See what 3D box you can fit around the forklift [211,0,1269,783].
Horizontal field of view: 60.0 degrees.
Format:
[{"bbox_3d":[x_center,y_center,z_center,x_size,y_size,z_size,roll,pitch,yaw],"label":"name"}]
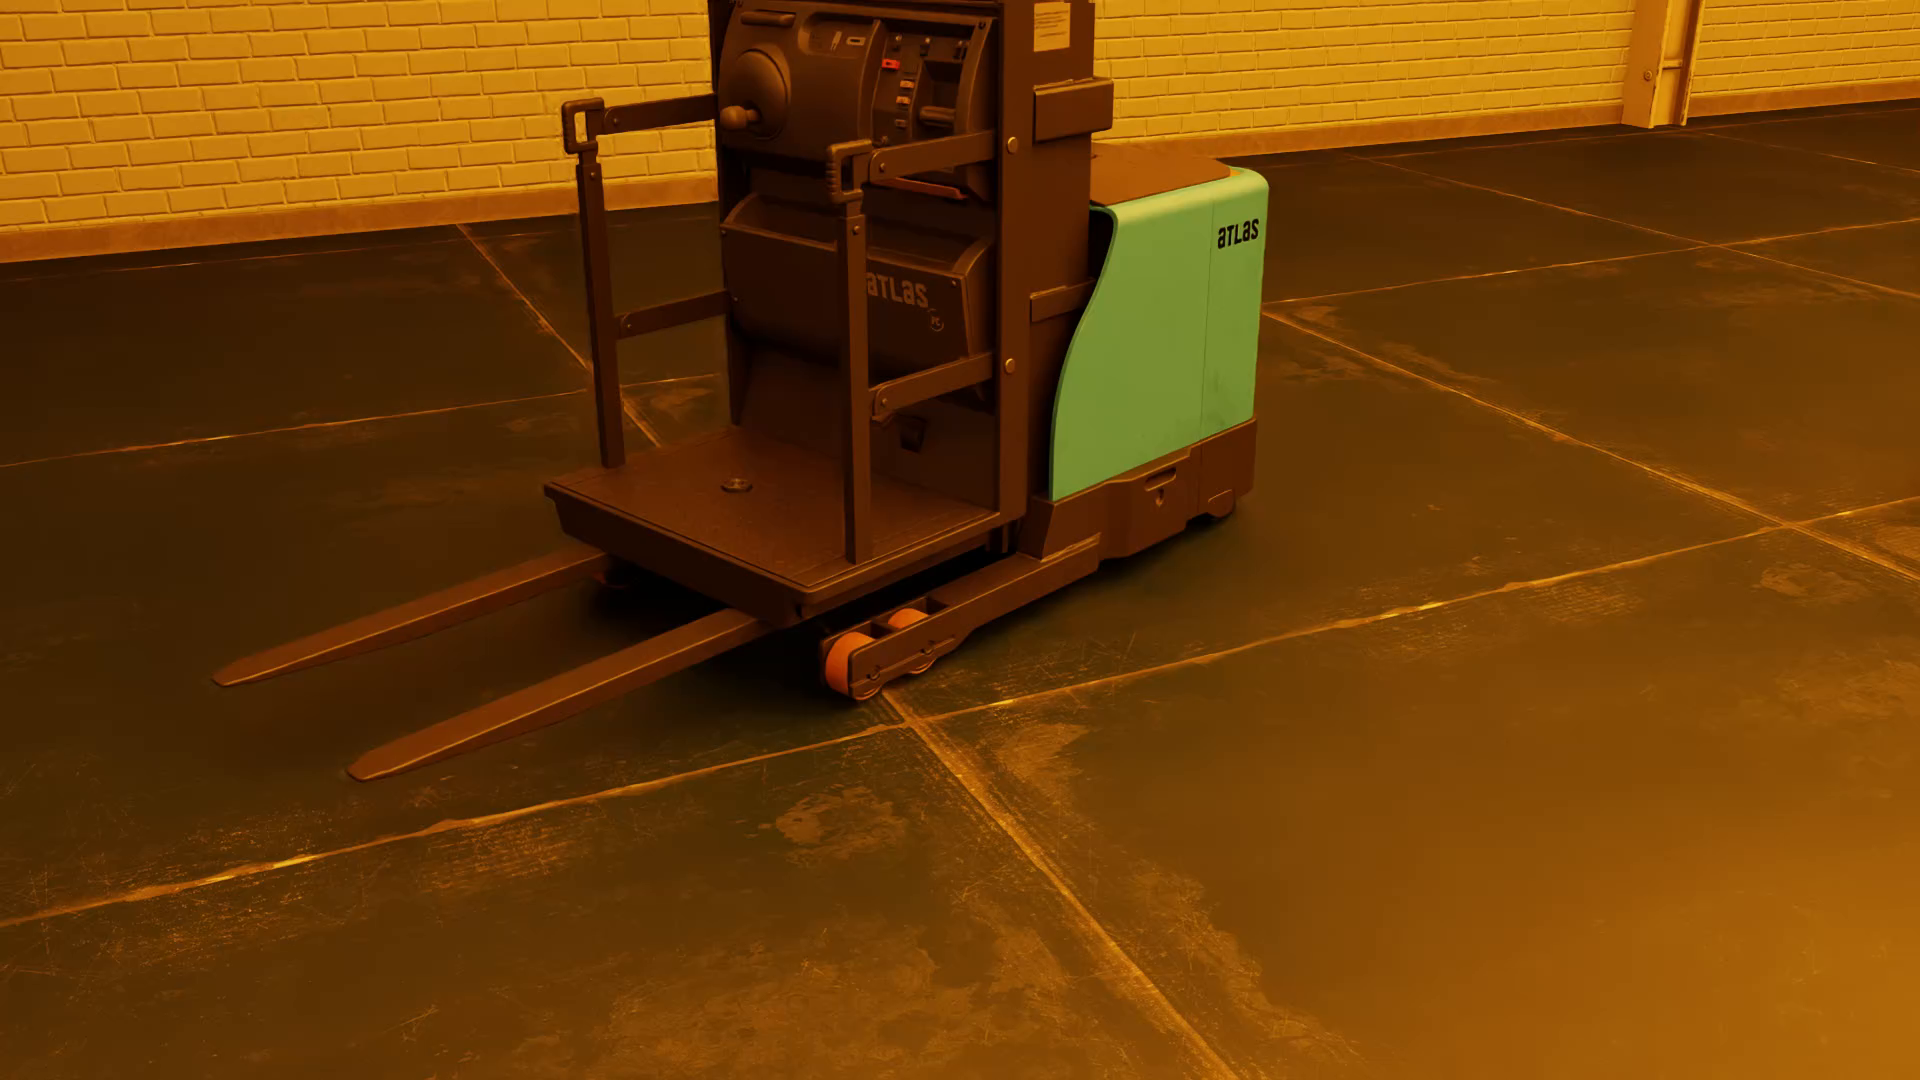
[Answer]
[{"bbox_3d":[-0.430,-1.175,4.115,1.130,2.935,3.031,19,29,39],"label":"forklift"}]
